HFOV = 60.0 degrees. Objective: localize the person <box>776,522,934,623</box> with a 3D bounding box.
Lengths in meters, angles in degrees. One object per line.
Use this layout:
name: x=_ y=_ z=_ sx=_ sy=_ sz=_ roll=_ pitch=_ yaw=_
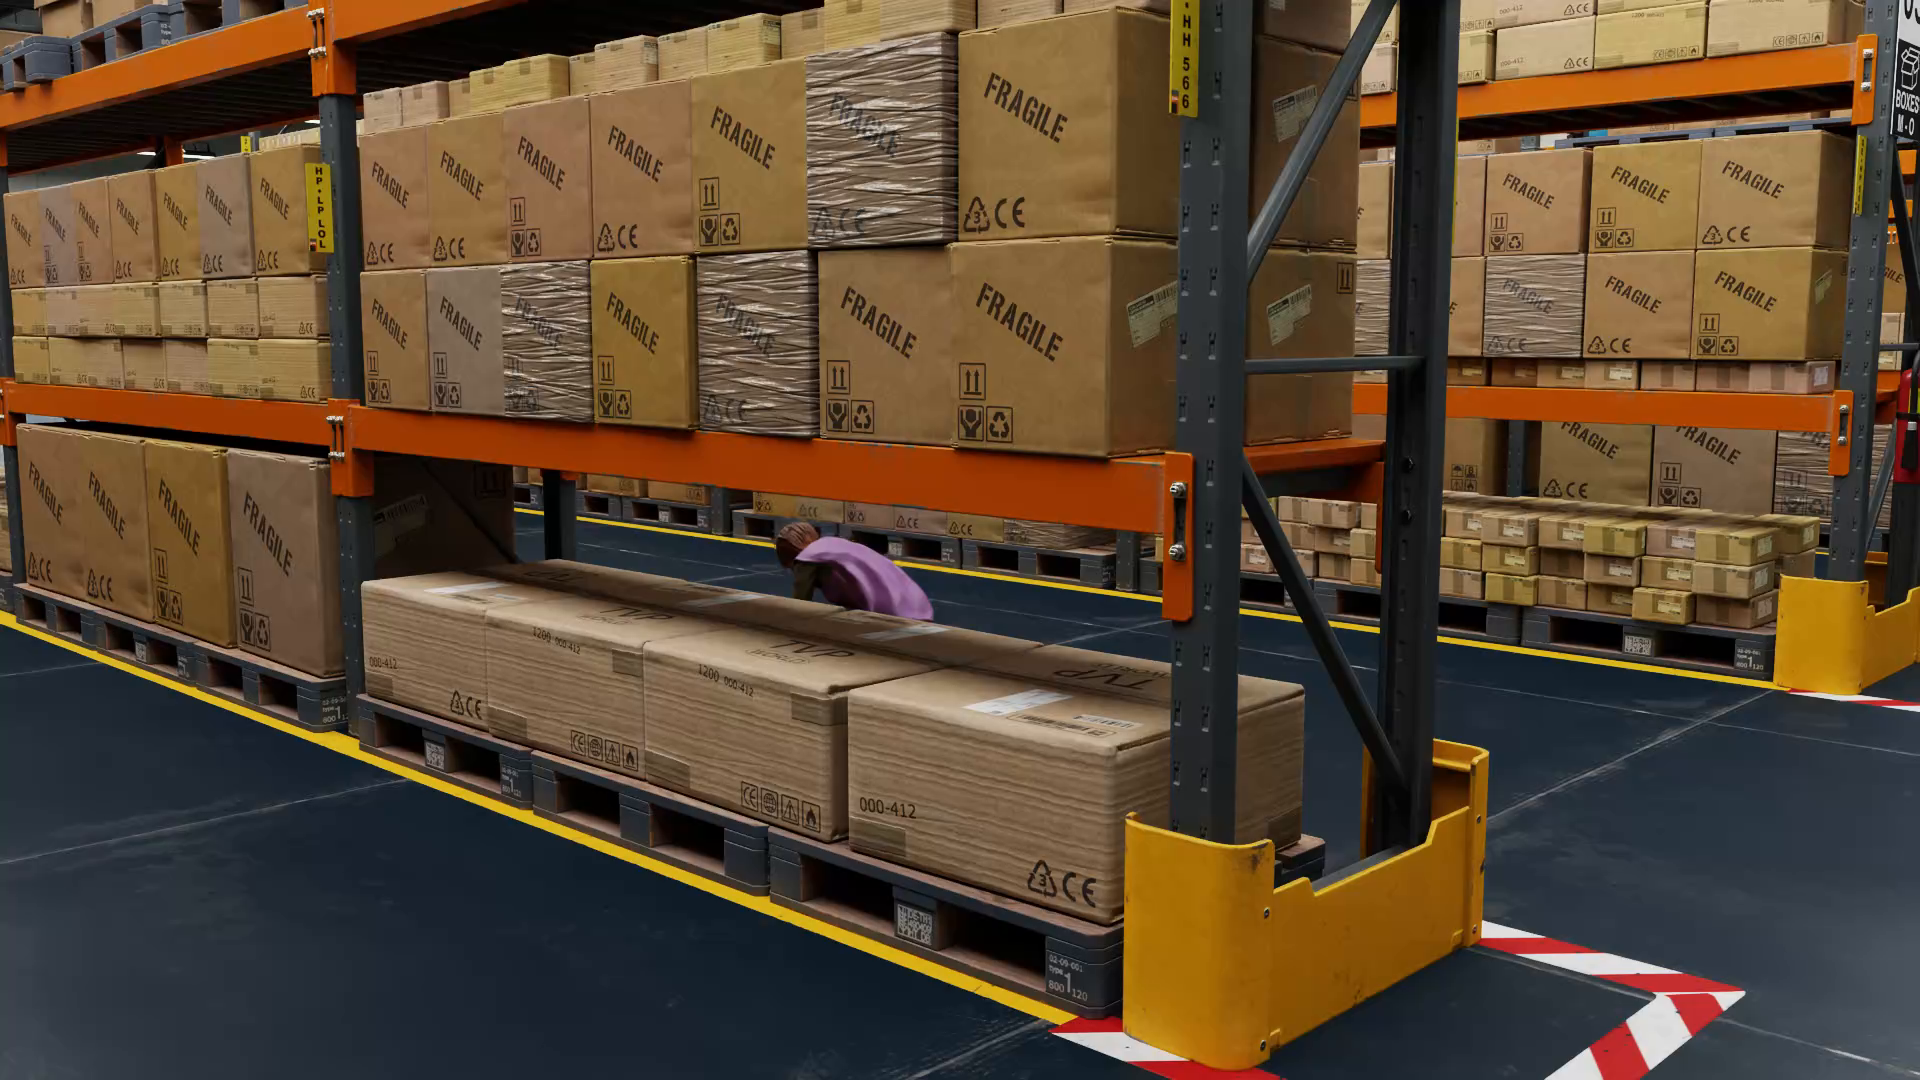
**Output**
person: x=-0.480 y=0.330 z=7.260 sx=0.811 sy=0.769 sz=0.433 roll=7 pitch=10 yaw=43
